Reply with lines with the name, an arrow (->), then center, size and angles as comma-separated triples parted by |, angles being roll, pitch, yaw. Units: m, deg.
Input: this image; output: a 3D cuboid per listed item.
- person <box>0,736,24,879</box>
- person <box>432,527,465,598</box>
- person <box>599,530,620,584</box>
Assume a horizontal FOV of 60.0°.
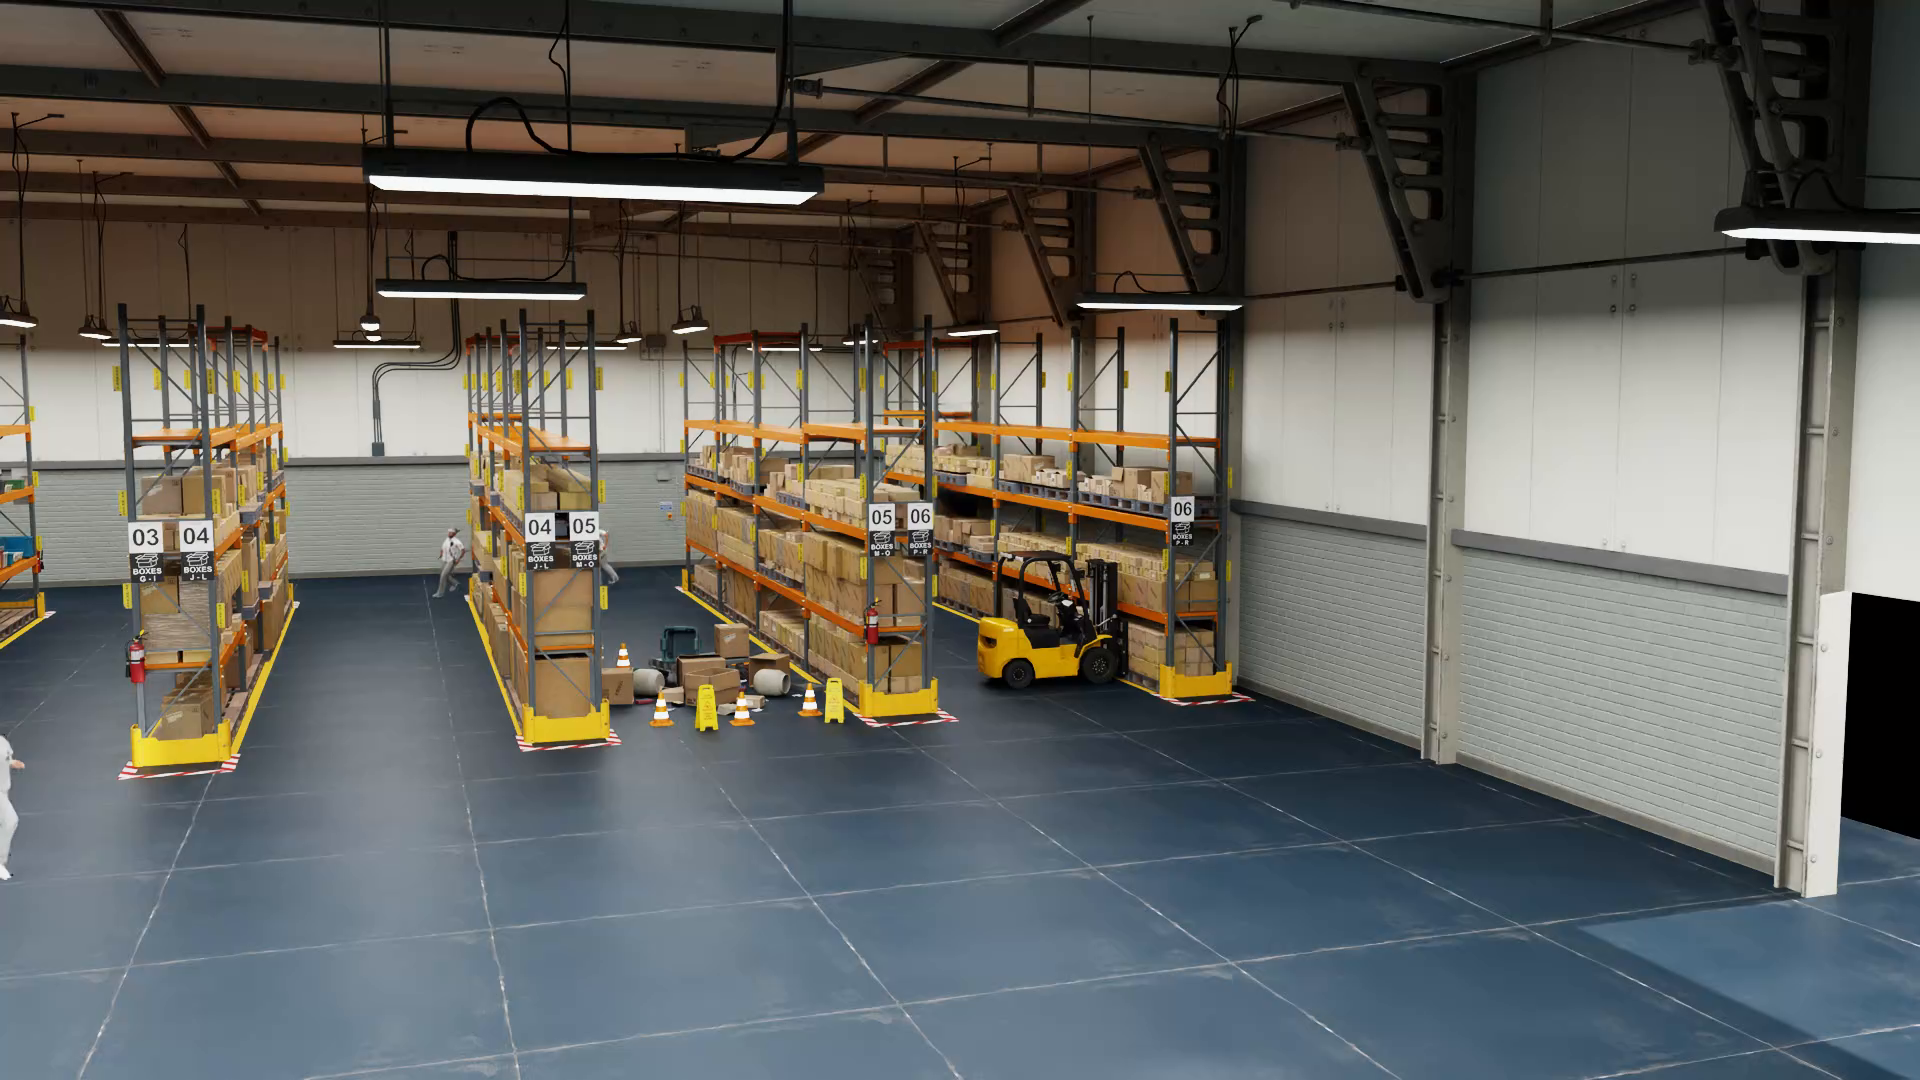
person -> -9.800, 2.577, 16.844 | 0.717, 1.700, 0.534 | 0, 5, 5
person -> -11.879, 0.503, 38.769 | 0.641, 1.645, 0.821 | 3, 6, 28
person -> -8.783, 0.348, 40.663 | 0.917, 1.663, 0.597 | -2, 6, -22
